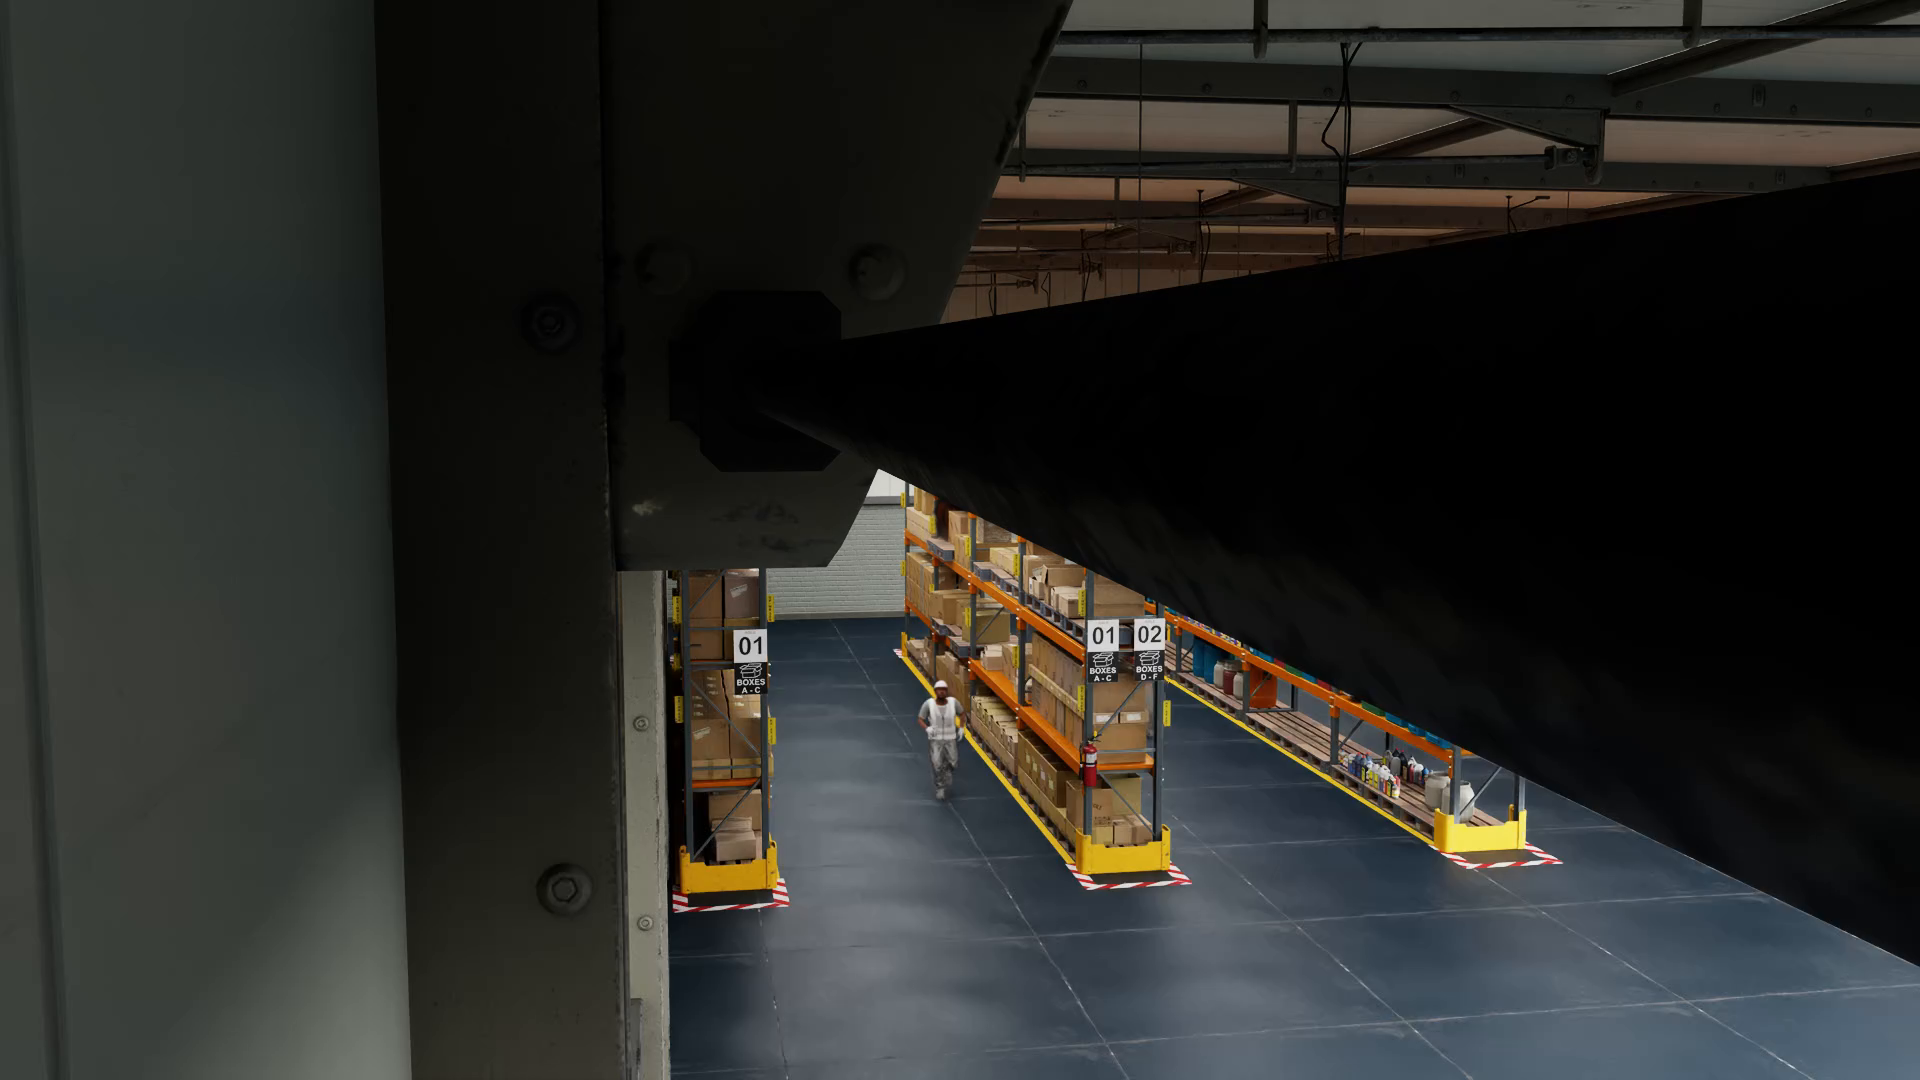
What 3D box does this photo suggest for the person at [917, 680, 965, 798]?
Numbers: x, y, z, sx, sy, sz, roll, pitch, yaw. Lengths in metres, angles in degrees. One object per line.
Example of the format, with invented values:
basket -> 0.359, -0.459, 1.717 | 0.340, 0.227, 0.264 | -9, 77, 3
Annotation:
person -> -0.263, 2.930, 24.475 | 0.726, 1.739, 0.607 | -1, 6, -9

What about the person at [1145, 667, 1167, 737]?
person -> 3.306, 2.534, 28.575 | 0.659, 1.672, 0.600 | -2, 6, -21
